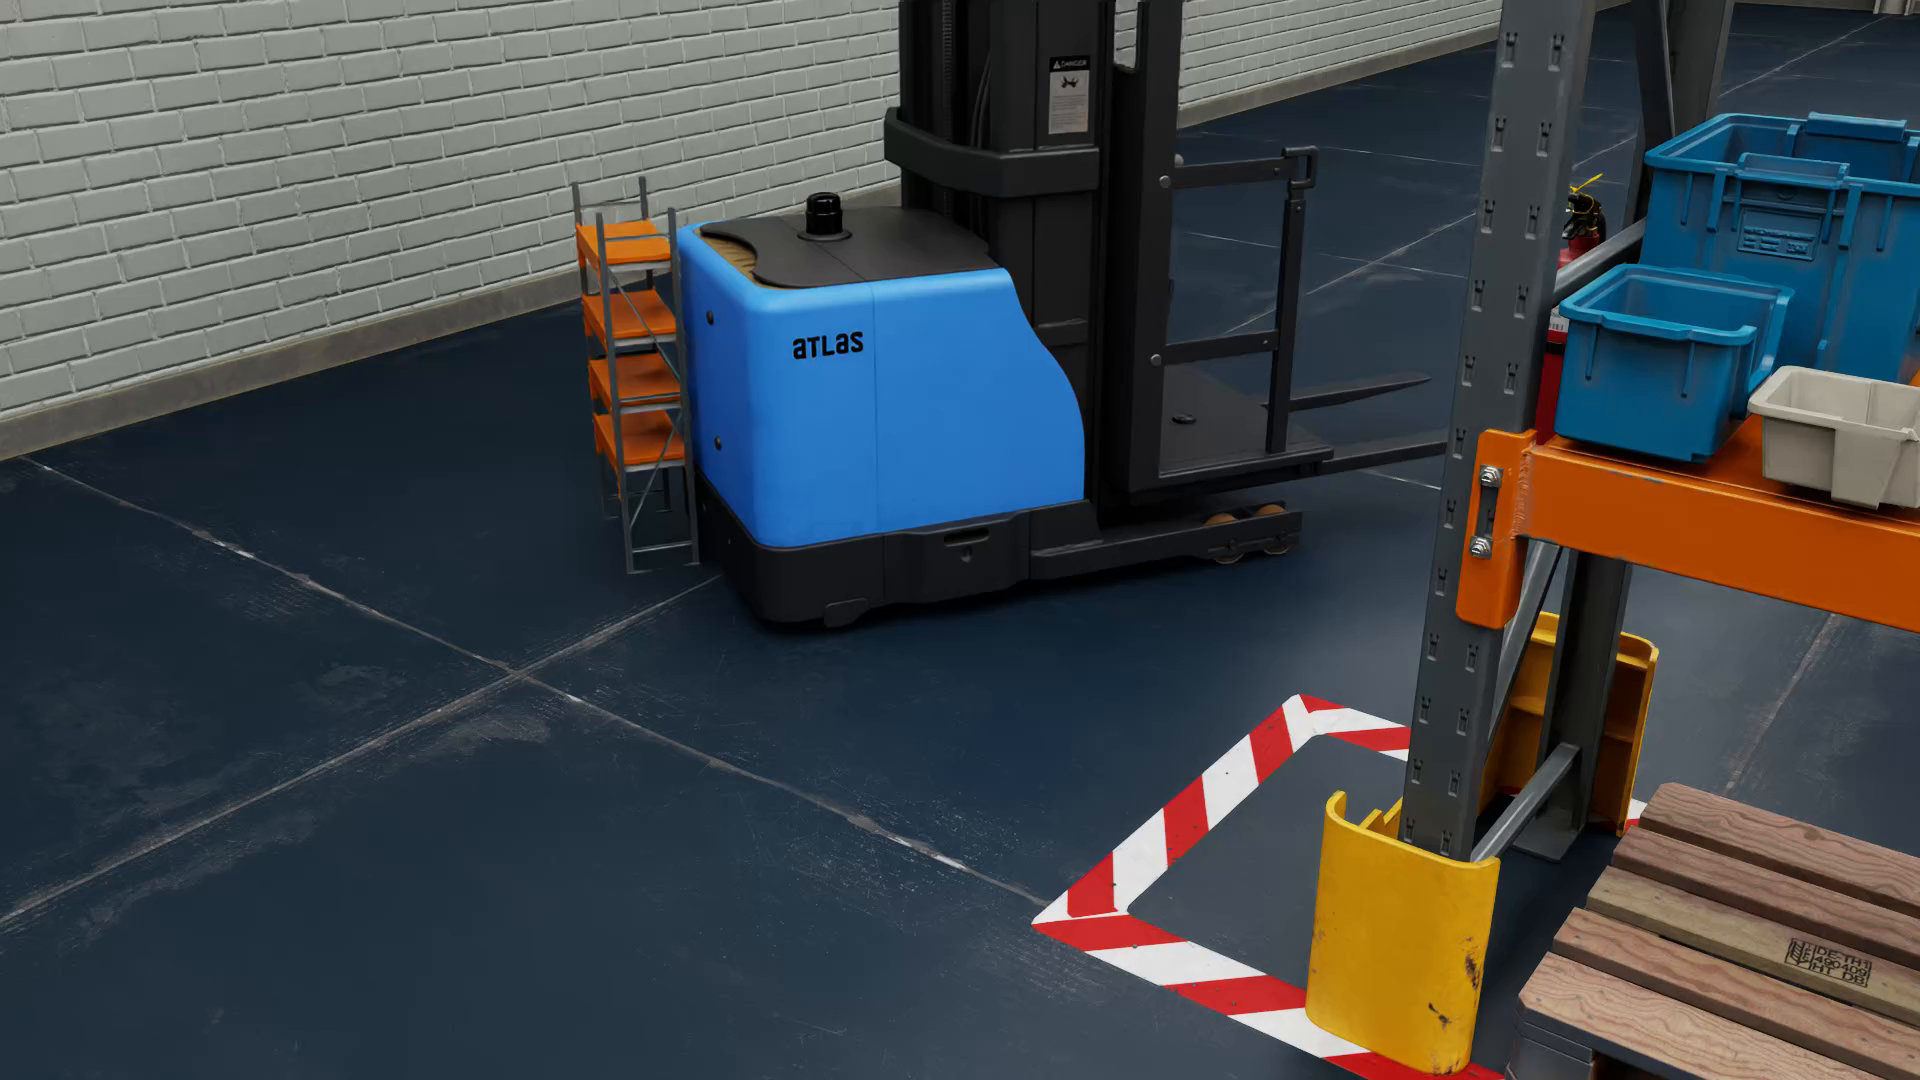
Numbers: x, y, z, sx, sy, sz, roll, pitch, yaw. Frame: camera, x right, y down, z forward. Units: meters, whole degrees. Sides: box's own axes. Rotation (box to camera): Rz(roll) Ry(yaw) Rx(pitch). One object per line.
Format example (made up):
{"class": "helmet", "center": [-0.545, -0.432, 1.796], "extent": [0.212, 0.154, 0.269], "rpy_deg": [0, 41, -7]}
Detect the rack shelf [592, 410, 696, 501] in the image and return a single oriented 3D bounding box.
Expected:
{"class": "rack shelf", "center": [-1.069, -0.300, 5.602], "extent": [0.258, 0.148, 0.480], "rpy_deg": [-8, 25, -18]}

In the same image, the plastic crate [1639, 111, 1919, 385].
{"class": "plastic crate", "center": [1.595, -0.542, 3.142], "extent": [0.499, 0.435, 0.616], "rpy_deg": [17, 29, 33]}

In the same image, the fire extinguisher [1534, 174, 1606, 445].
{"class": "fire extinguisher", "center": [1.367, -0.496, 3.715], "extent": [0.183, 0.674, 0.296], "rpy_deg": [17, 29, 33]}

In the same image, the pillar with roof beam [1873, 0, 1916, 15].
{"class": "pillar with roof beam", "center": [8.904, -9.216, 15.506], "extent": [0.400, 9.000, 9.100], "rpy_deg": [17, 29, 33]}

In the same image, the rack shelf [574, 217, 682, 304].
{"class": "rack shelf", "center": [-1.069, -0.903, 5.336], "extent": [0.258, 0.148, 0.480], "rpy_deg": [-8, 25, -18]}

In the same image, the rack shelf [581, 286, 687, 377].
{"class": "rack shelf", "center": [-1.069, -0.686, 5.431], "extent": [0.258, 0.148, 0.480], "rpy_deg": [-8, 25, -18]}

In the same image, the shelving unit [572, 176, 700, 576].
{"class": "shelving unit", "center": [-1.069, -0.543, 5.495], "extent": [0.258, 1.200, 0.503], "rpy_deg": [-8, 25, -18]}

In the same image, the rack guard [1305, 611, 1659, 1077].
{"class": "rack guard", "center": [1.188, 0.623, 3.716], "extent": [0.348, 0.500, 1.175], "rpy_deg": [17, 29, 33]}

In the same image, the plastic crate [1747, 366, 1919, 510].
{"class": "plastic crate", "center": [1.422, -0.156, 2.636], "extent": [0.298, 0.136, 0.250], "rpy_deg": [17, 29, 33]}

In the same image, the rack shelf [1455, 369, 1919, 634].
{"class": "rack shelf", "center": [2.815, 0.294, 2.256], "extent": [4.000, 0.370, 1.077], "rpy_deg": [17, 29, 33]}

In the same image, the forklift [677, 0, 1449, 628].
{"class": "forklift", "center": [0.609, -1.445, 5.396], "extent": [3.031, 2.935, 1.130], "rpy_deg": [-10, 26, -21]}

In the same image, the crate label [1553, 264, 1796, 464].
{"class": "crate label", "center": [1.215, -0.304, 2.853], "extent": [0.303, 0.233, 0.416], "rpy_deg": [17, 29, 33]}

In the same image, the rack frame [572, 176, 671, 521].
{"class": "rack frame", "center": [-1.154, -0.636, 5.704], "extent": [0.240, 1.200, 0.015], "rpy_deg": [-8, 25, -18]}

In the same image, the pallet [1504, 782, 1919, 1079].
{"class": "pallet", "center": [1.852, 0.969, 3.289], "extent": [1.213, 0.211, 1.003], "rpy_deg": [17, 29, 33]}

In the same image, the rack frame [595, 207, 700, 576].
{"class": "rack frame", "center": [-0.985, -0.451, 5.285], "extent": [0.240, 1.200, 0.015], "rpy_deg": [-8, 25, -18]}

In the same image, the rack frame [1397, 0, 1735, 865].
{"class": "rack frame", "center": [1.215, -0.519, 3.208], "extent": [0.127, 3.000, 1.000], "rpy_deg": [17, 29, 33]}

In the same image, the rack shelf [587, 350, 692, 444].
{"class": "rack shelf", "center": [-1.069, -0.482, 5.522], "extent": [0.258, 0.148, 0.480], "rpy_deg": [-8, 25, -18]}
